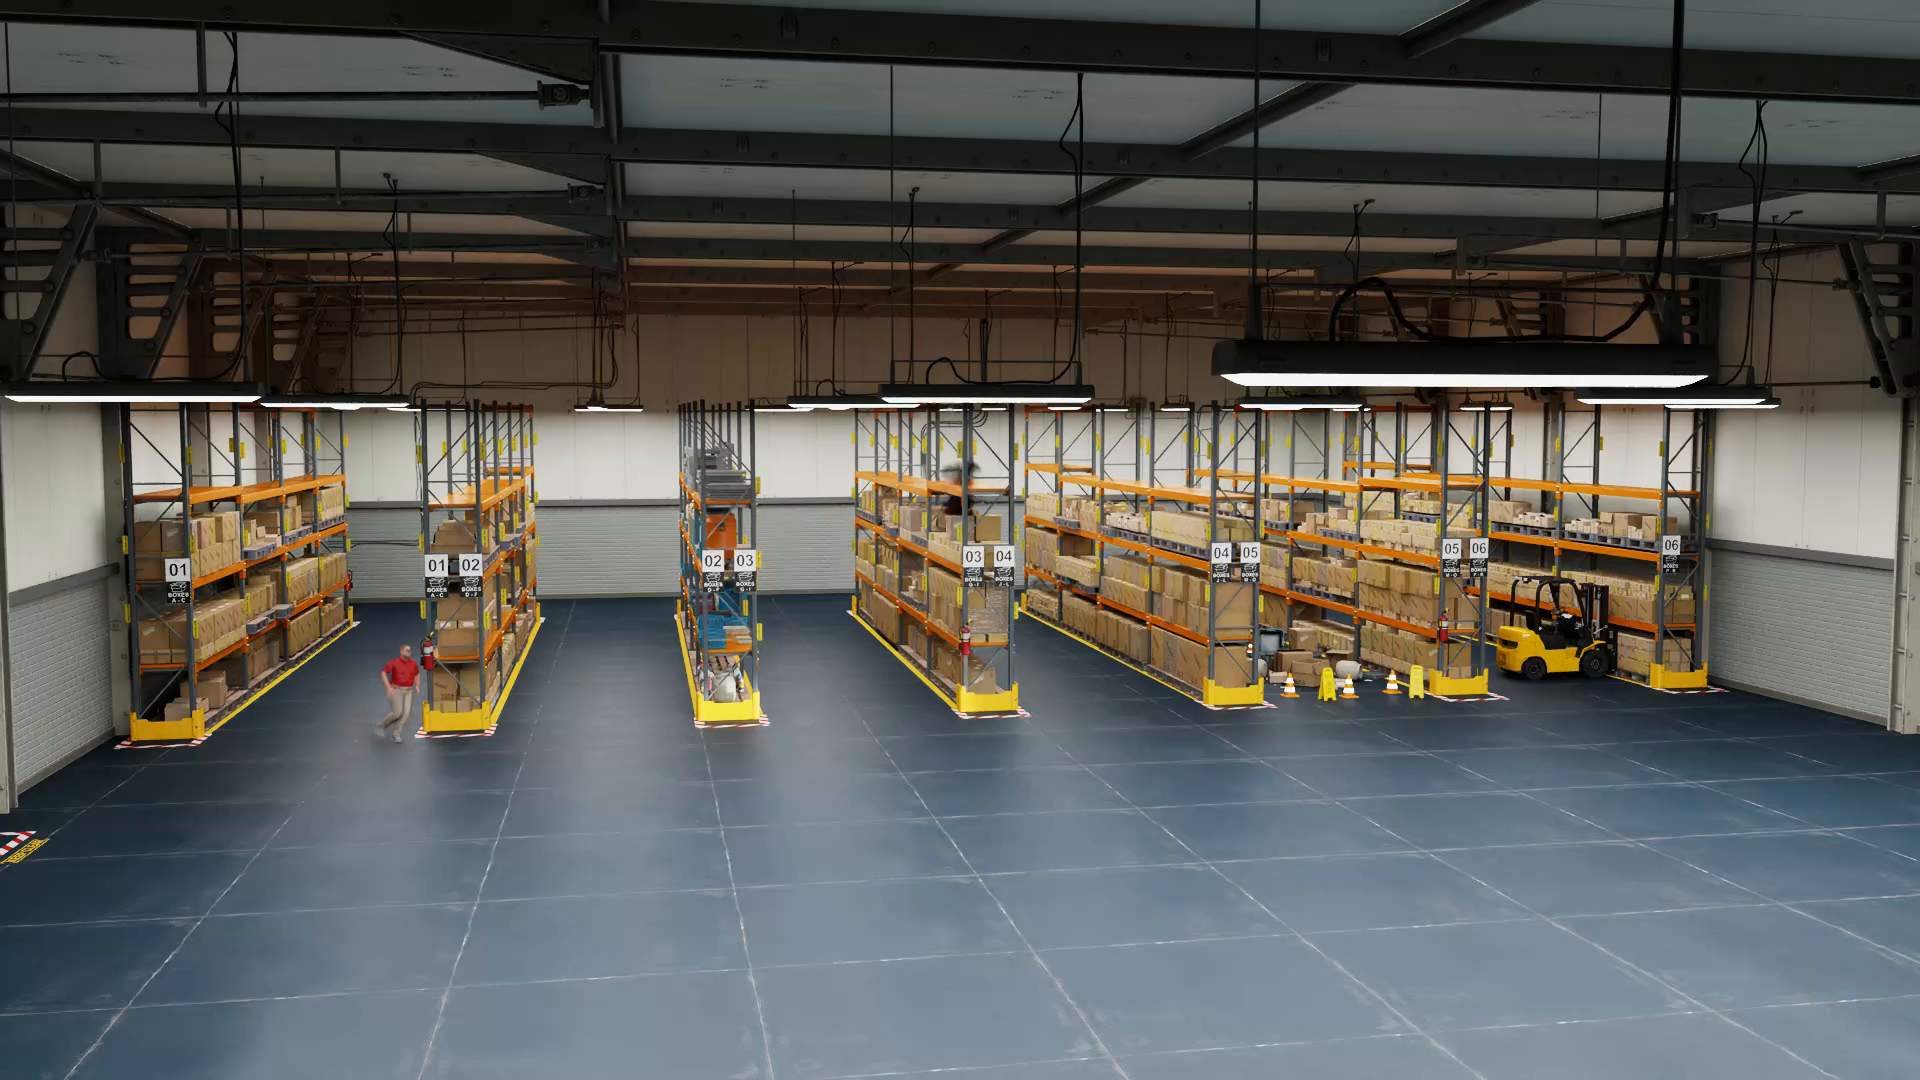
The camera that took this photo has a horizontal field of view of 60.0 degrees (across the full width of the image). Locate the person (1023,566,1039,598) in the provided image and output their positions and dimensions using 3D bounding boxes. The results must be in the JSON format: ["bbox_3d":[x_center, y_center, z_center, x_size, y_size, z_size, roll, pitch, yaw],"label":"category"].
[{"bbox_3d":[2.215,1.125,49.631,0.708,1.758,0.578,-2,5,-21],"label":"person"}]

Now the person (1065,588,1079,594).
[{"bbox_3d":[3.299,1.178,49.604,0.781,1.602,0.622,4,6,44],"label":"person"}]

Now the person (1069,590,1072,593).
[{"bbox_3d":[3.454,1.062,50.759,0.920,1.658,0.582,-3,5,-36],"label":"person"}]

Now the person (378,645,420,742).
[{"bbox_3d":[-9.826,2.684,29.255,0.584,1.670,0.733,3,6,39],"label":"person"}]
